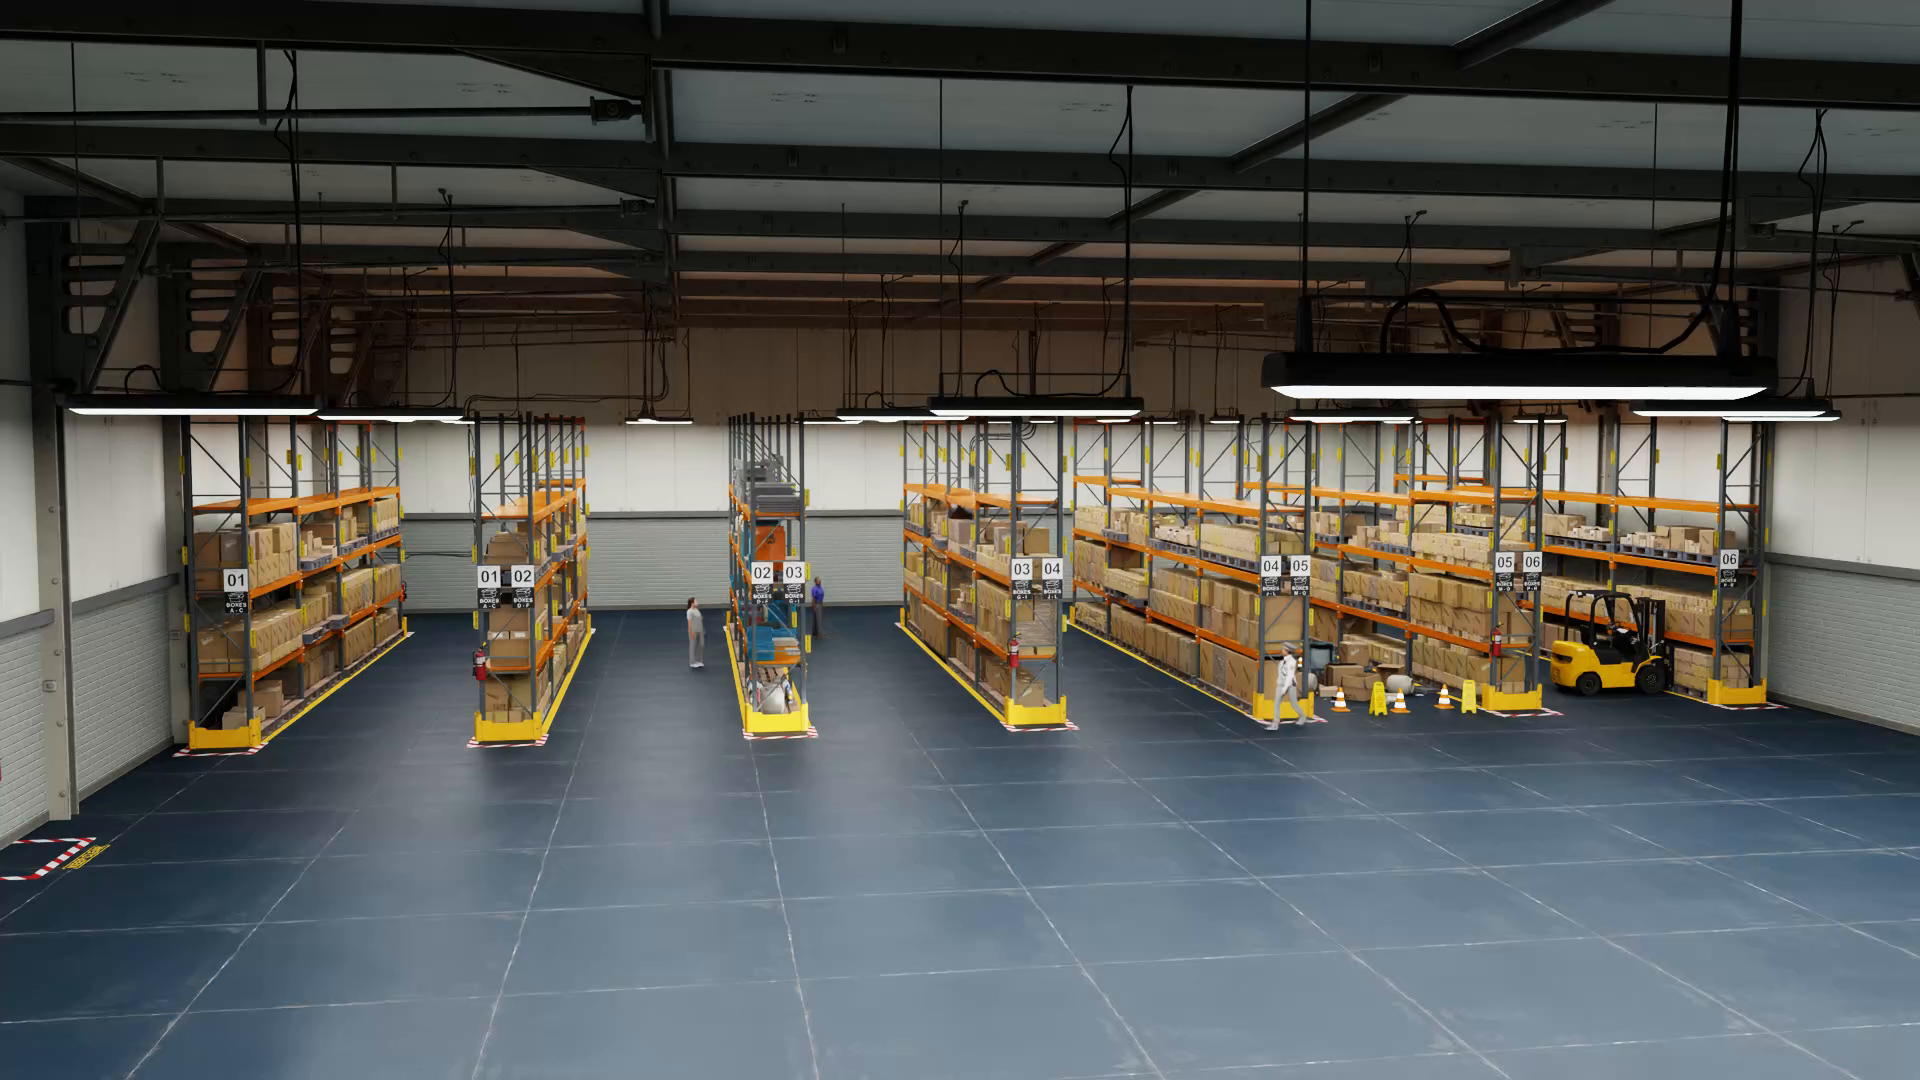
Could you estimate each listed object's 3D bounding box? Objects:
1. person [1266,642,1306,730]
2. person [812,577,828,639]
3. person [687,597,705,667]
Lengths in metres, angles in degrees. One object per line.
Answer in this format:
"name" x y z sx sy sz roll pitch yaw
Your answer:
"person" 6.198 2.747 31.448 0.956 1.653 0.416 -4 5 -45
"person" -3.786 1.838 45.194 0.553 1.642 0.503 1 4 15
"person" -6.304 2.209 39.709 0.419 1.702 0.527 3 5 42
